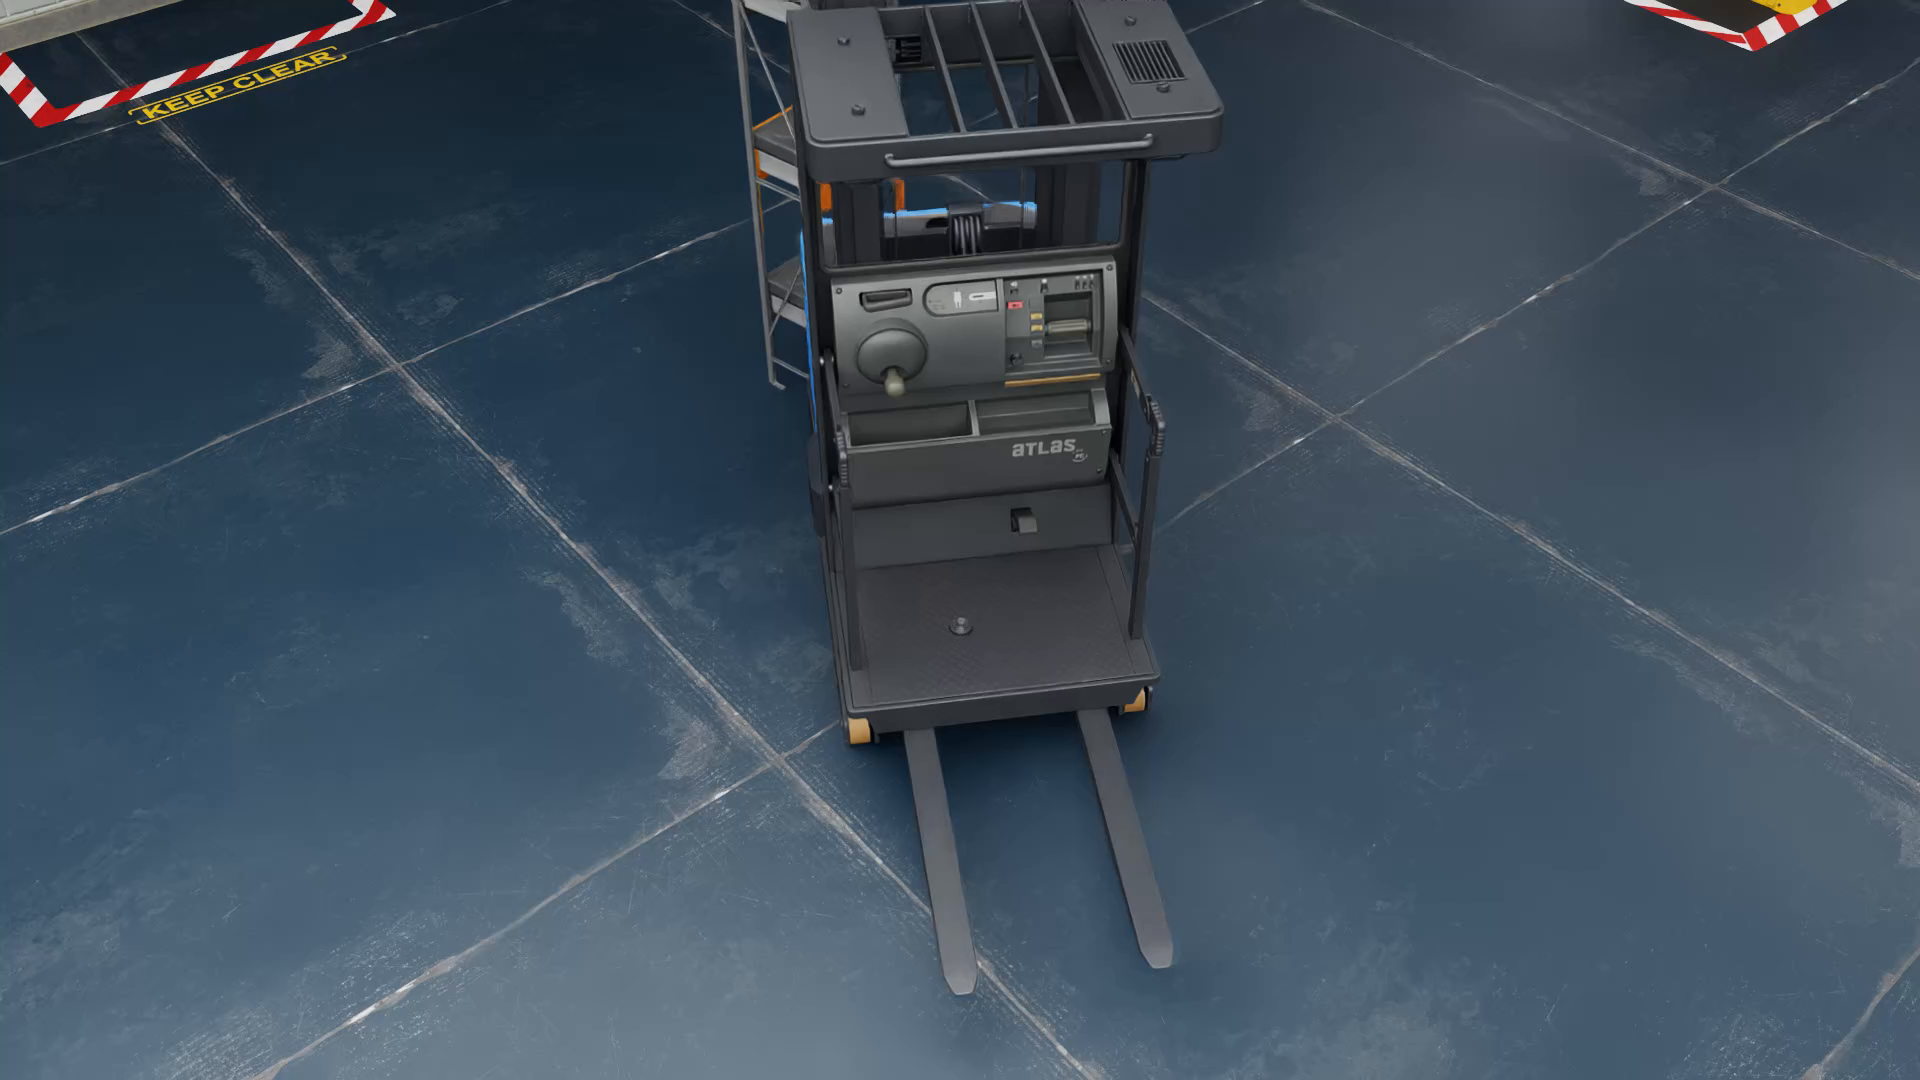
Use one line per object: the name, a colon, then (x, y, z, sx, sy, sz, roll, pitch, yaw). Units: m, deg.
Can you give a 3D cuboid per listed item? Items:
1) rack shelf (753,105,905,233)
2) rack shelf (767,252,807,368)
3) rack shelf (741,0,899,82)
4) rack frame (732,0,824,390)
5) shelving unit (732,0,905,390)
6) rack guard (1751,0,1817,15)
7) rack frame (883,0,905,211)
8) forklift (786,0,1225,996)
rack shelf: (-0.547, -1.514, 6.848, 0.431, 0.518, 0.480, 29, 50, 27)
rack shelf: (-0.547, -1.004, 7.327, 0.431, 0.518, 0.480, 29, 50, 27)
rack shelf: (-0.547, -2.025, 6.369, 0.431, 0.518, 0.480, 29, 50, 27)
rack frame: (-0.701, -1.394, 6.701, 0.400, 2.100, 0.015, 29, 50, 27)
shelving unit: (-0.547, -1.524, 6.839, 0.431, 2.100, 0.503, 29, 50, 27)
rack guard: (4.832, -3.758, 10.387, 0.348, 0.500, 1.175, -30, 51, -28)
rack frame: (-0.394, -1.654, 6.977, 0.400, 2.100, 0.015, 29, 50, 27)
forklift: (0.087, -0.602, 5.250, 1.130, 2.935, 3.031, -6, 44, -6)
